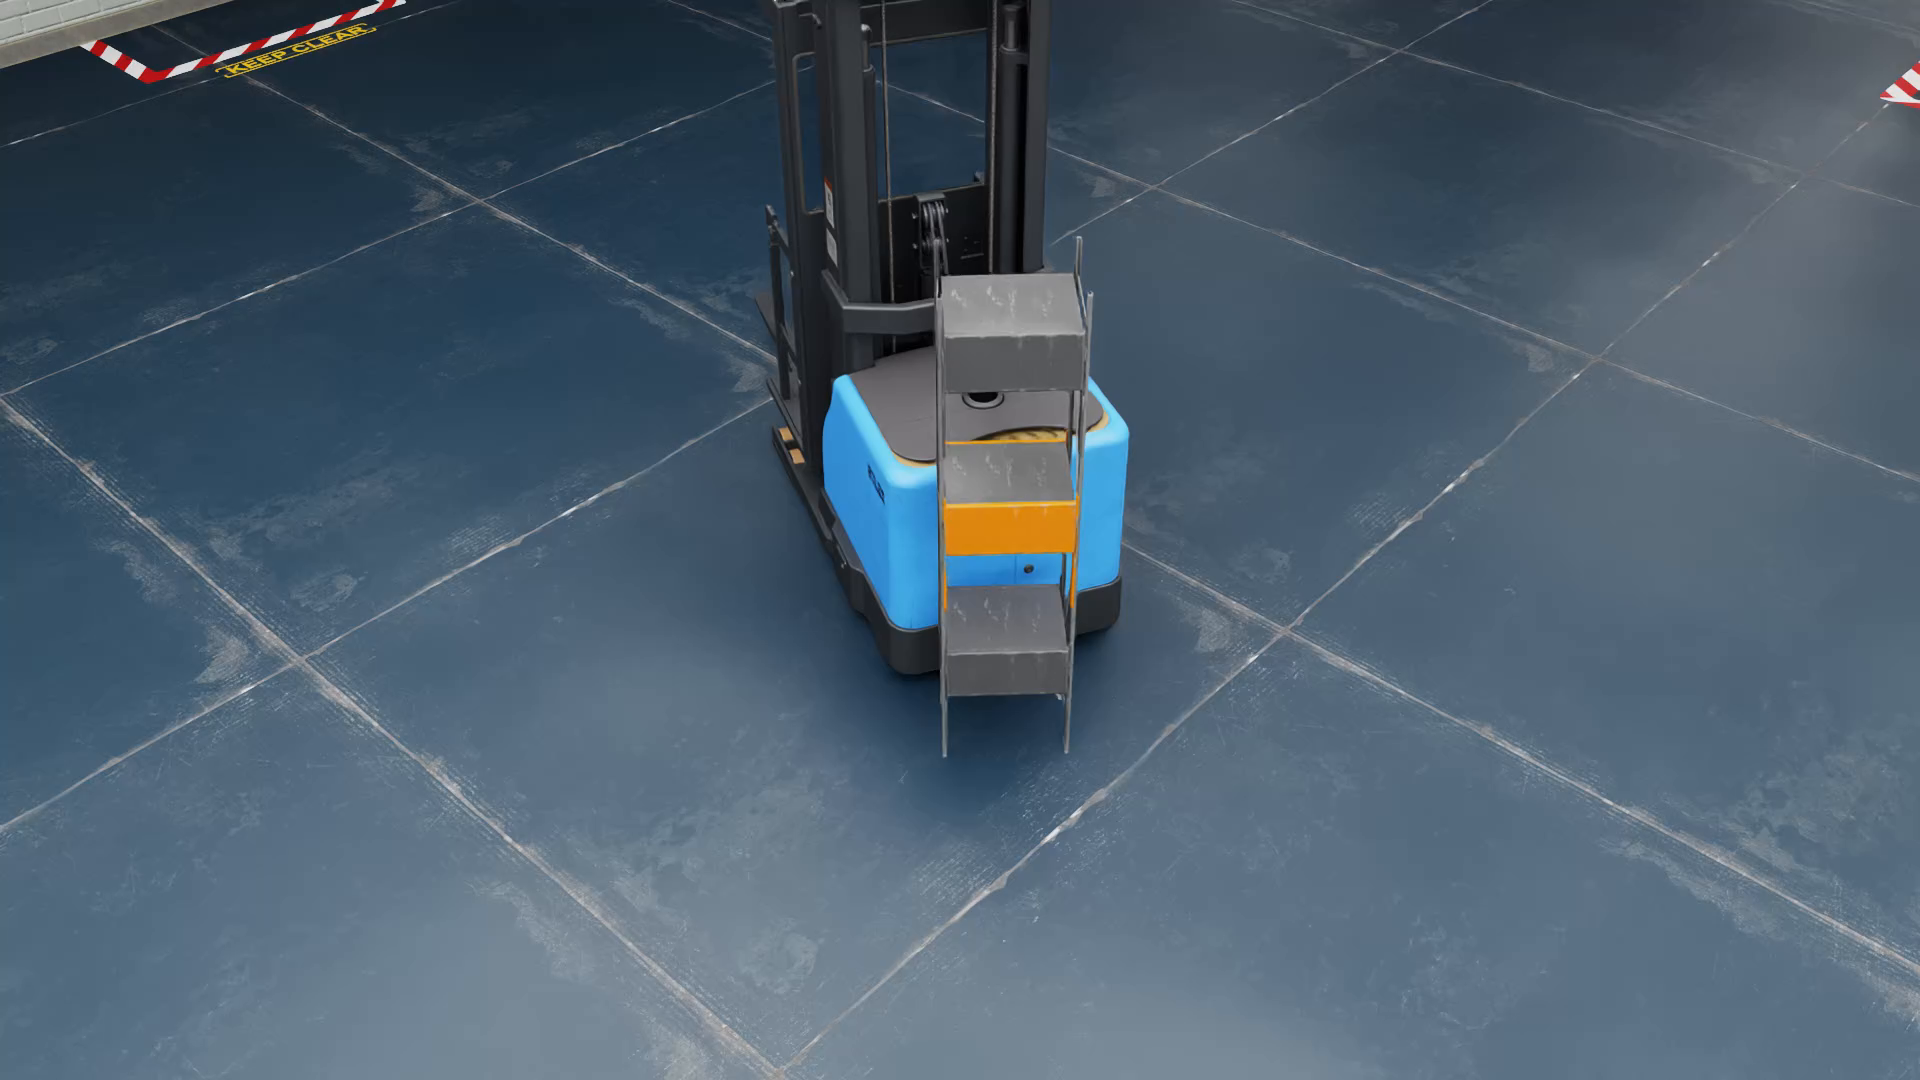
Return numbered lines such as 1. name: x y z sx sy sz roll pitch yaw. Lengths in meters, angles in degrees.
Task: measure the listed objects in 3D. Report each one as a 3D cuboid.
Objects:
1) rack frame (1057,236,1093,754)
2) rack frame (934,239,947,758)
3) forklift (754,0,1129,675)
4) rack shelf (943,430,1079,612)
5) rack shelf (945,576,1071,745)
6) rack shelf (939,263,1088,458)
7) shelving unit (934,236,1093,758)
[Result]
1. rack frame: 0.417 -0.088 6.171 0.015 2.100 0.400 -2 38 -2
2. rack frame: -0.071 -0.075 6.156 0.015 2.100 0.400 -2 38 -2
3. forklift: -0.287 -1.508 7.292 1.130 2.935 3.031 -13 40 -15
4. rack shelf: 0.173 -0.071 6.172 0.480 0.518 0.431 -2 38 -2
5. rack shelf: 0.175 0.478 6.606 0.480 0.518 0.431 -2 38 -2
6. rack shelf: 0.171 -0.621 5.738 0.480 0.518 0.431 -2 38 -2
7. shelving unit: 0.173 -0.082 6.164 0.503 2.100 0.431 -2 38 -2
